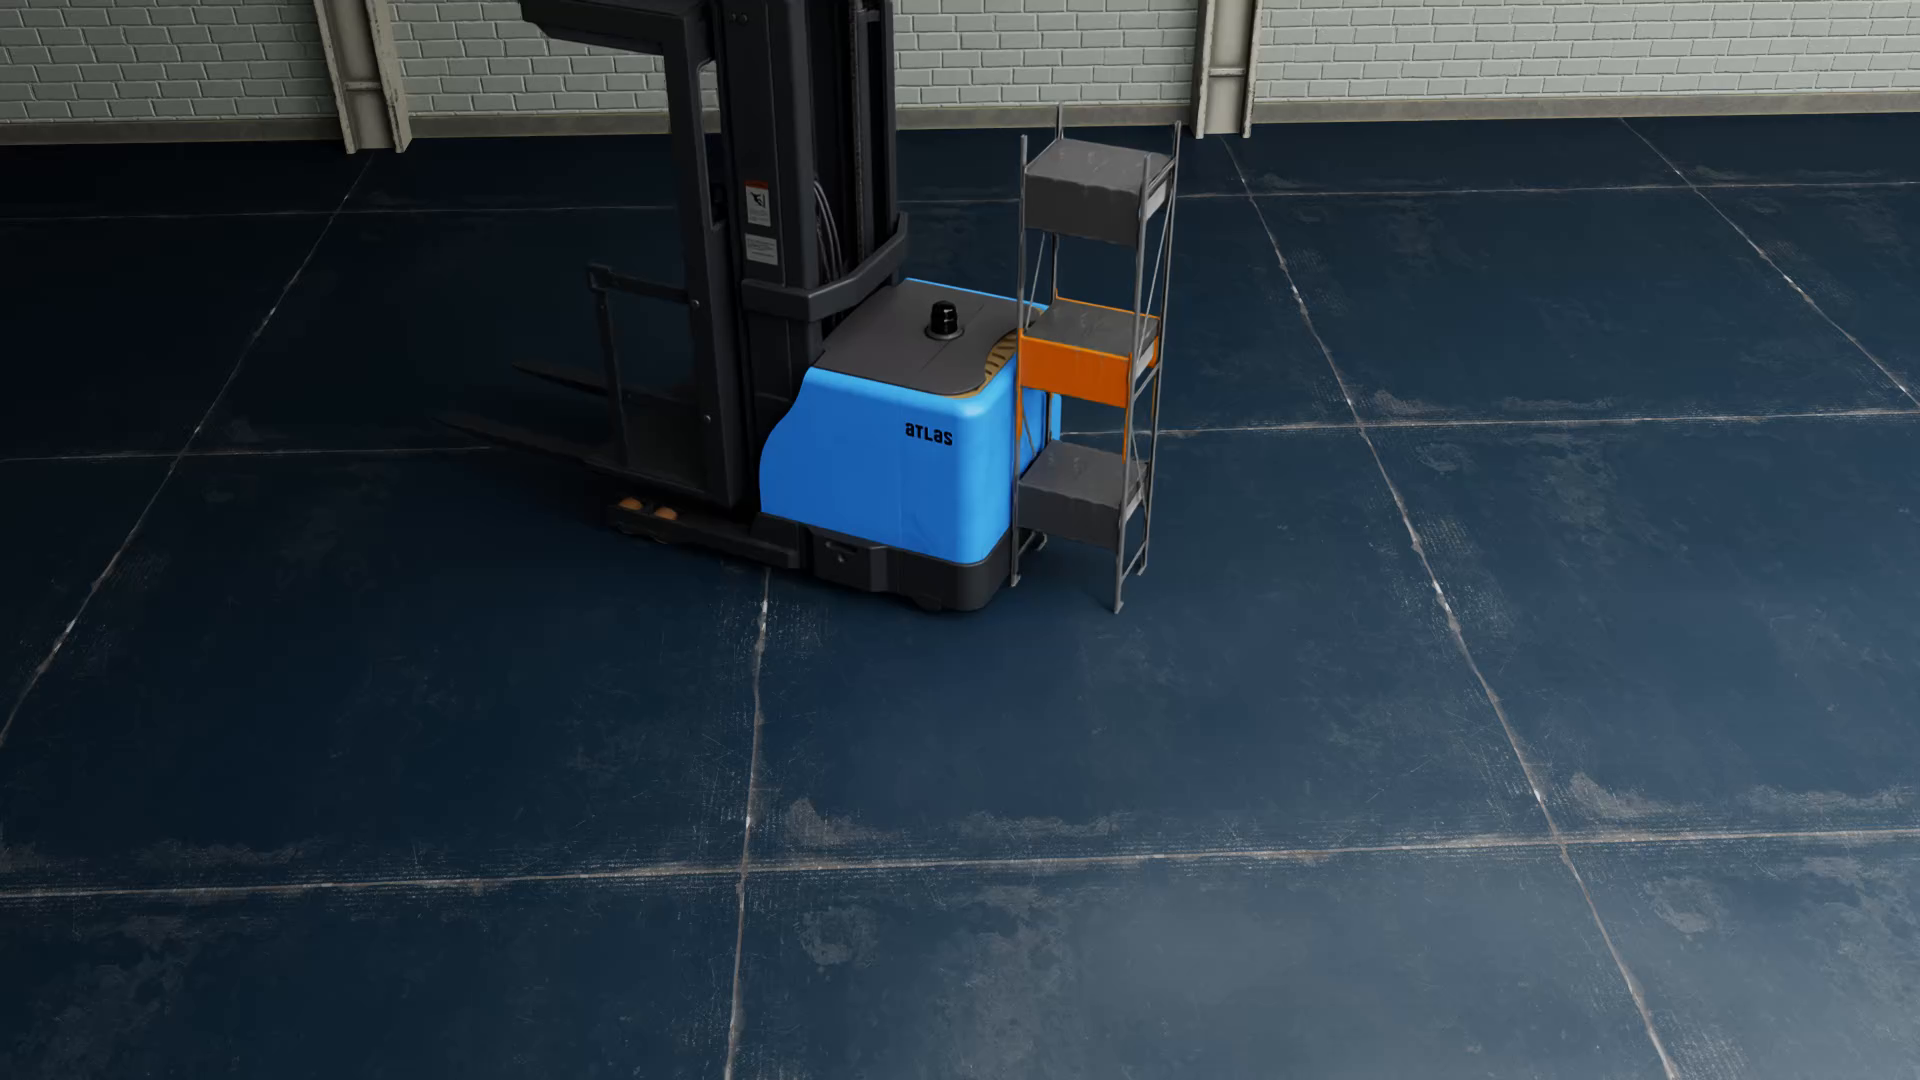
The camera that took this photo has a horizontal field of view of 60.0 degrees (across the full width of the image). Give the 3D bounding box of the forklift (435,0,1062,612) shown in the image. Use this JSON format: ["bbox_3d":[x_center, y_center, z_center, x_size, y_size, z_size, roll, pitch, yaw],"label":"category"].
[{"bbox_3d":[-1.086,-1.445,7.263,3.031,2.935,1.130,14,37,20],"label":"forklift"}]

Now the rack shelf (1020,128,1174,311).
[{"bbox_3d":[0.539,-1.261,6.521,0.480,0.518,0.431,14,37,20],"label":"rack shelf"}]

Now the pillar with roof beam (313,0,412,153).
[{"bbox_3d":[-3.914,-4.059,5.708,0.400,9.000,9.100,-2,35,-2],"label":"pillar with roof beam"}]

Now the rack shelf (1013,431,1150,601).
[{"bbox_3d":[0.539,-0.110,7.318,0.480,0.518,0.431,14,37,20],"label":"rack shelf"}]

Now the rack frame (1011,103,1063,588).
[{"bbox_3d":[0.316,-0.753,6.994,0.015,2.100,0.400,14,37,20],"label":"rack frame"}]

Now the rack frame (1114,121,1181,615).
[{"bbox_3d":[0.761,-0.640,6.830,0.015,2.100,0.400,14,37,20],"label":"rack frame"}]

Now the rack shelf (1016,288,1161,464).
[{"bbox_3d":[0.539,-0.686,6.920,0.480,0.518,0.431,14,37,20],"label":"rack shelf"}]

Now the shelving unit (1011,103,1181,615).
[{"bbox_3d":[0.539,-0.697,6.912,0.503,2.100,0.431,14,37,20],"label":"shelving unit"}]

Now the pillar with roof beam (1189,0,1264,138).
[{"bbox_3d":[2.079,-4.221,5.941,0.400,9.000,9.100,-2,35,-2],"label":"pillar with roof beam"}]
